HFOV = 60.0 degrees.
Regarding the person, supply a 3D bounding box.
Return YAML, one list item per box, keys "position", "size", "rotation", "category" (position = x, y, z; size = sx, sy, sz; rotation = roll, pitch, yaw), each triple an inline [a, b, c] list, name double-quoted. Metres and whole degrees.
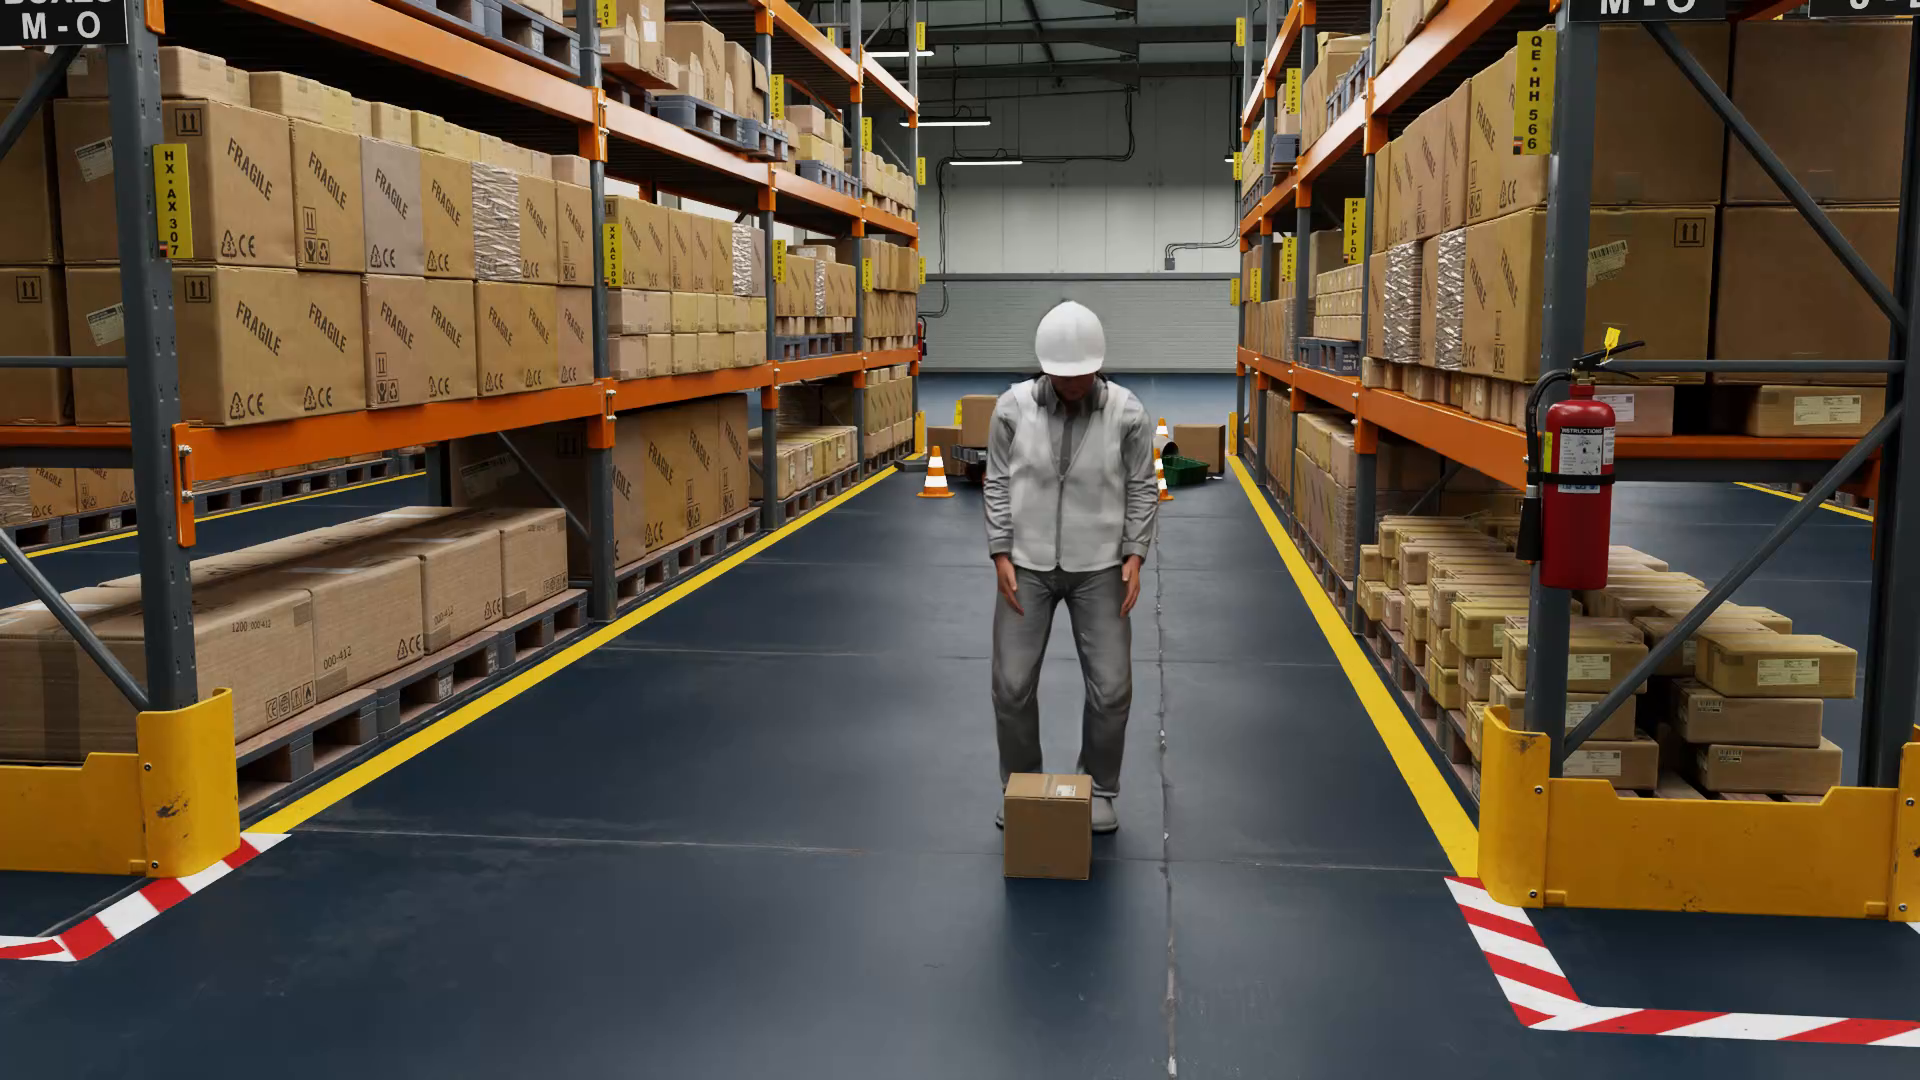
- position: [0.355, 0.089, 5.354]
  size: [0.566, 1.695, 0.516]
  rotation: [1, 8, 8]
  category: "person"
